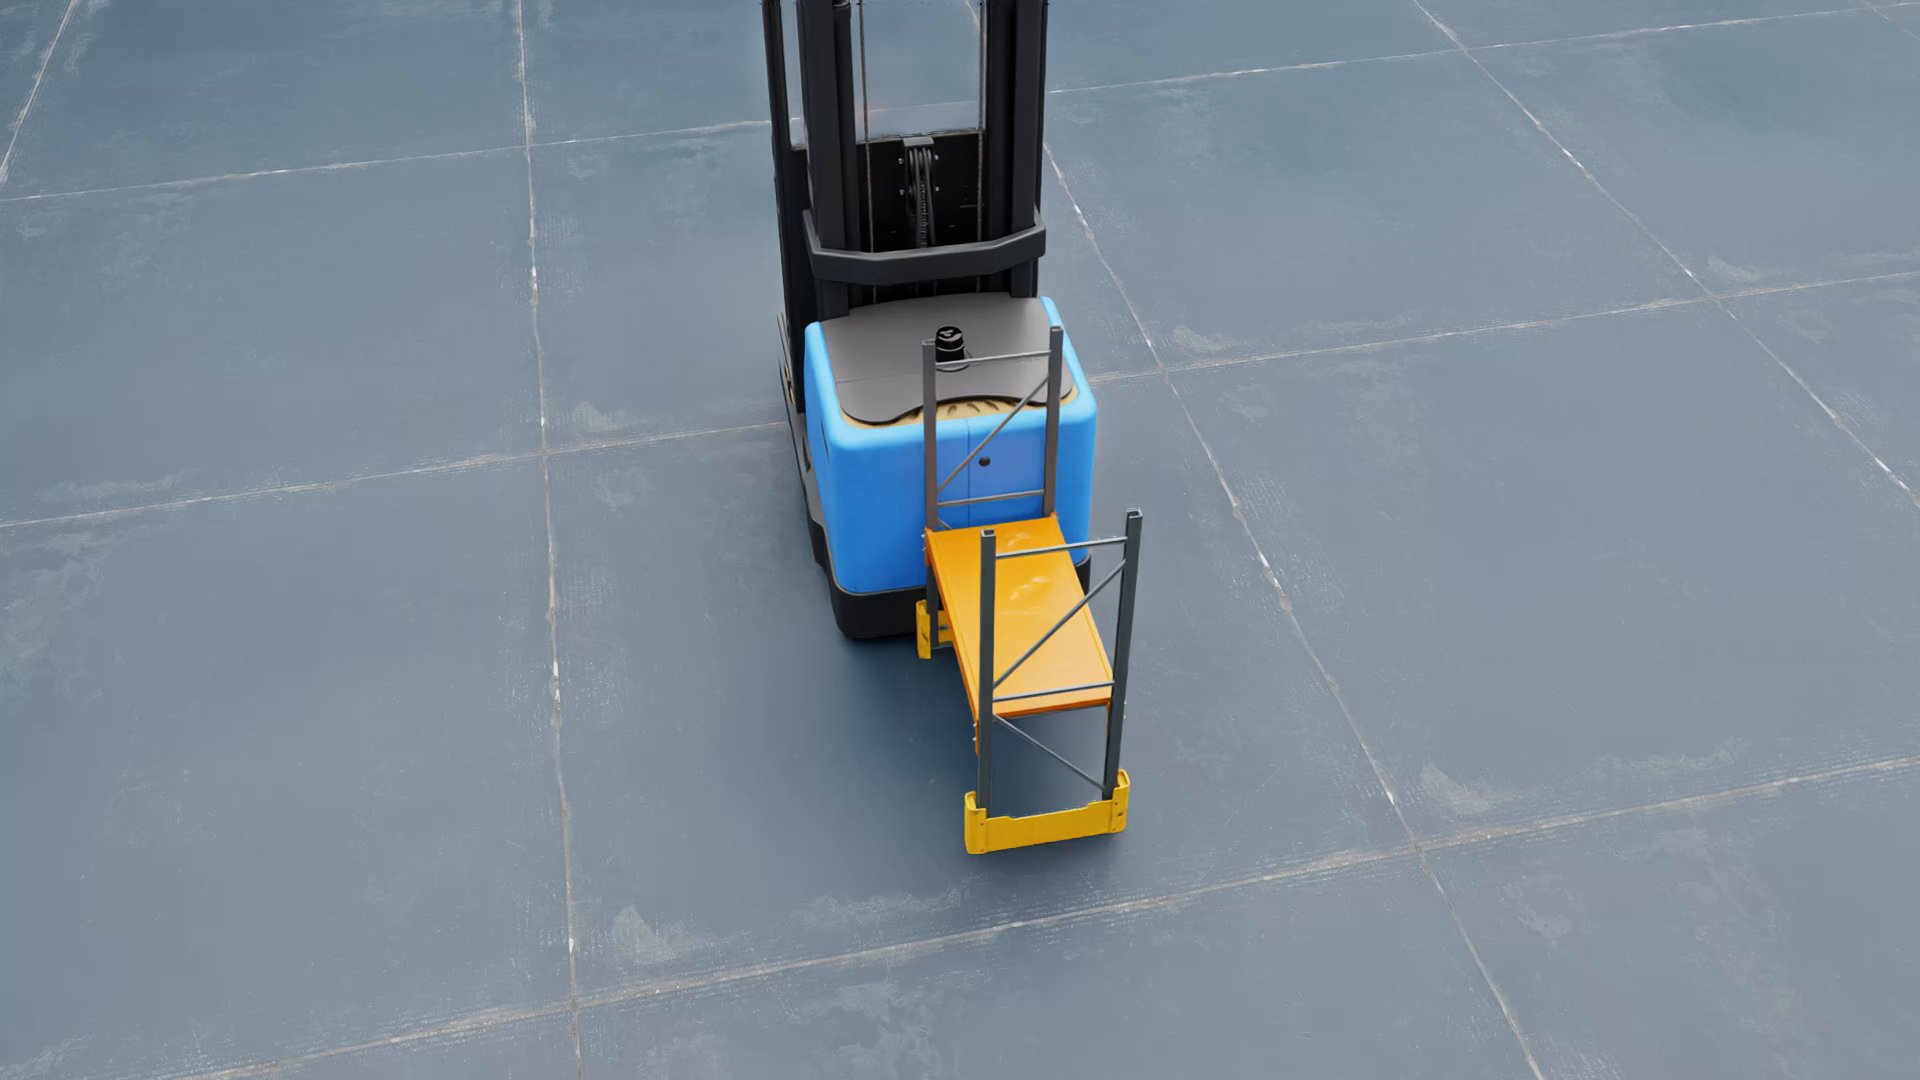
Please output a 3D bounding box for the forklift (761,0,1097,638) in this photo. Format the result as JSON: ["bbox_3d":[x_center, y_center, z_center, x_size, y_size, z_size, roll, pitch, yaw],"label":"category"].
[{"bbox_3d":[-0.254,-1.686,6.942,1.130,2.935,3.031,-7,42,-8],"label":"forklift"}]

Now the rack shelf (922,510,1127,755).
[{"bbox_3d":[0.213,0.312,6.040,0.538,0.185,1.000,-7,42,-8],"label":"rack shelf"}]

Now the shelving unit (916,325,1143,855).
[{"bbox_3d":[0.214,0.183,5.914,0.587,1.500,1.083,-7,42,-8],"label":"shelving unit"}]

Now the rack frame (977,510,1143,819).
[{"bbox_3d":[0.310,0.509,5.547,0.500,1.500,0.032,-7,42,-8],"label":"rack frame"}]

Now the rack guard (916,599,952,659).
[{"bbox_3d":[0.119,0.326,6.694,0.587,0.250,0.087,-7,42,-8],"label":"rack guard"}]

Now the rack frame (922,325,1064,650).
[{"bbox_3d":[0.115,-0.154,6.293,0.500,1.500,0.032,-7,42,-8],"label":"rack frame"}]

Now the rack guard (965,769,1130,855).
[{"bbox_3d":[0.310,0.975,5.963,0.587,0.250,0.087,-7,42,-8],"label":"rack guard"}]
